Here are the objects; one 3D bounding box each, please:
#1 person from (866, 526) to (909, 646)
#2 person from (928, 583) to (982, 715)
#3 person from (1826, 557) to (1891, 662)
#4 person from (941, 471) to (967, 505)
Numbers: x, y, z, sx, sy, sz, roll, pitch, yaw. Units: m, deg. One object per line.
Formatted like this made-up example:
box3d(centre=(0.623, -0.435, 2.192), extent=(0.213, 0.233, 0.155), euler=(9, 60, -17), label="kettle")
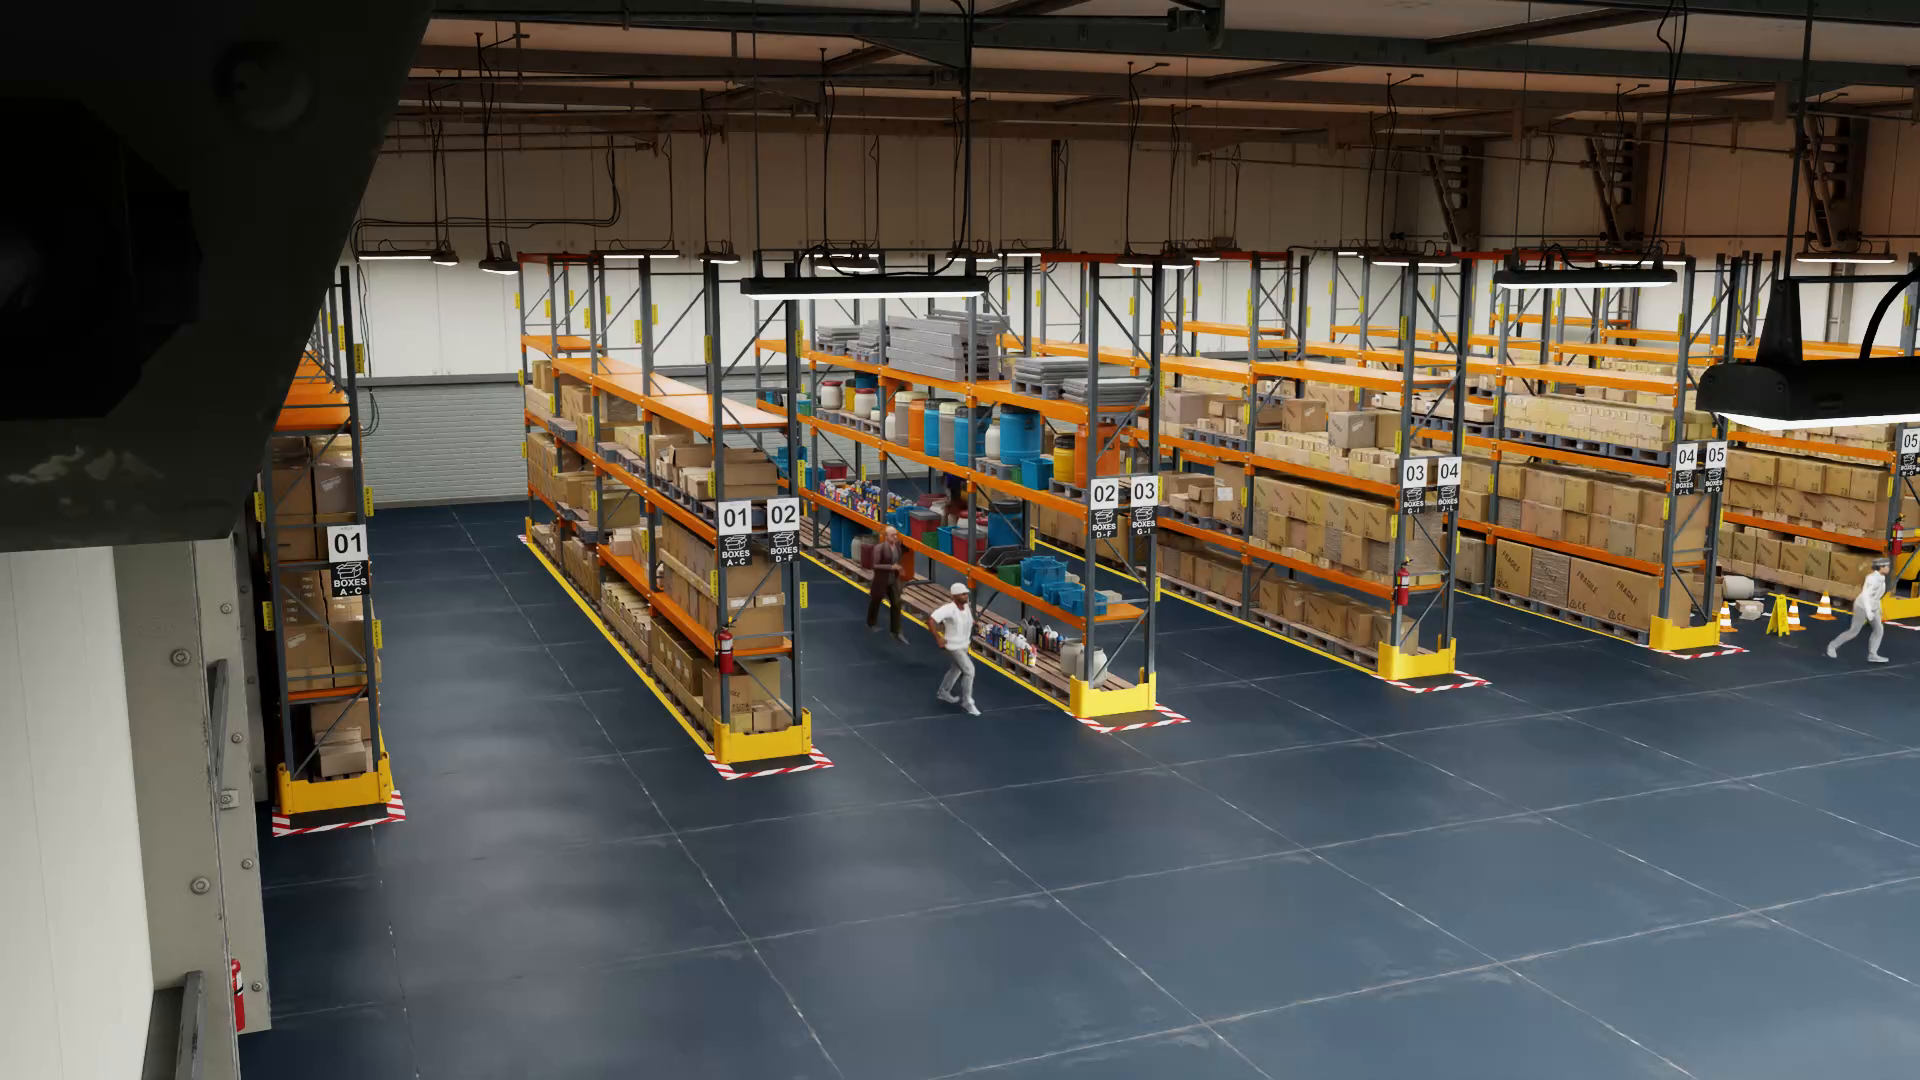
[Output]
box3d(centre=(-1.102, 0.665, 25.132), extent=(0.699, 1.821, 1.026), euler=(-7, 12, -32), label="person")
box3d(centre=(-0.064, 1.460, 22.251), extent=(0.722, 1.825, 0.805), euler=(6, 12, 29), label="person")
box3d(centre=(13.572, 1.019, 25.024), extent=(0.833, 1.607, 0.661), euler=(10, 14, 44), label="person")
box3d(centre=(-0.138, -1.055, 36.565), extent=(0.580, 1.485, 1.010), euler=(0, 10, 0), label="person")
